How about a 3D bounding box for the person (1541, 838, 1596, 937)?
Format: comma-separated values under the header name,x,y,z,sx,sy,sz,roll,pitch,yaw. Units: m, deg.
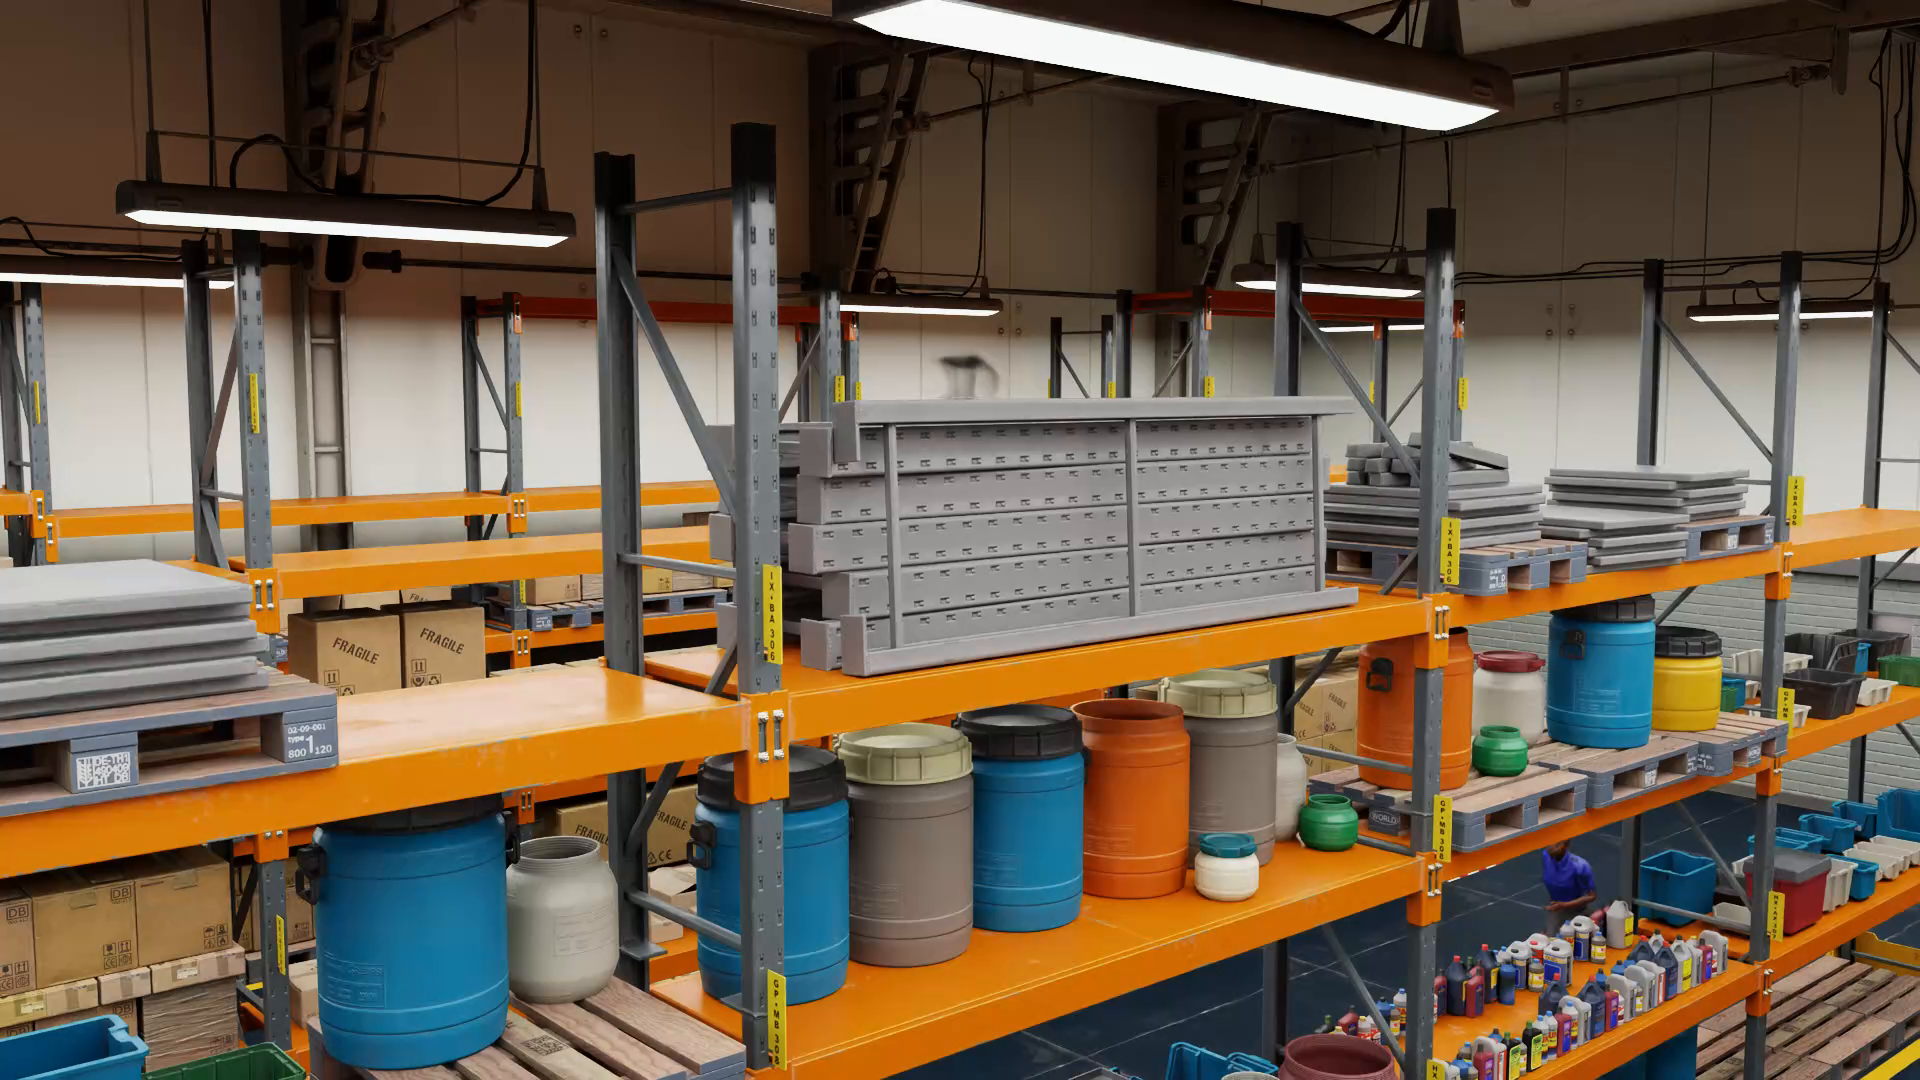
name,x,y,z,sx,sy,sz,roll,pitch,yaw
person,4.970,3.110,13.638,0.689,1.588,0.563,-4,7,-40
